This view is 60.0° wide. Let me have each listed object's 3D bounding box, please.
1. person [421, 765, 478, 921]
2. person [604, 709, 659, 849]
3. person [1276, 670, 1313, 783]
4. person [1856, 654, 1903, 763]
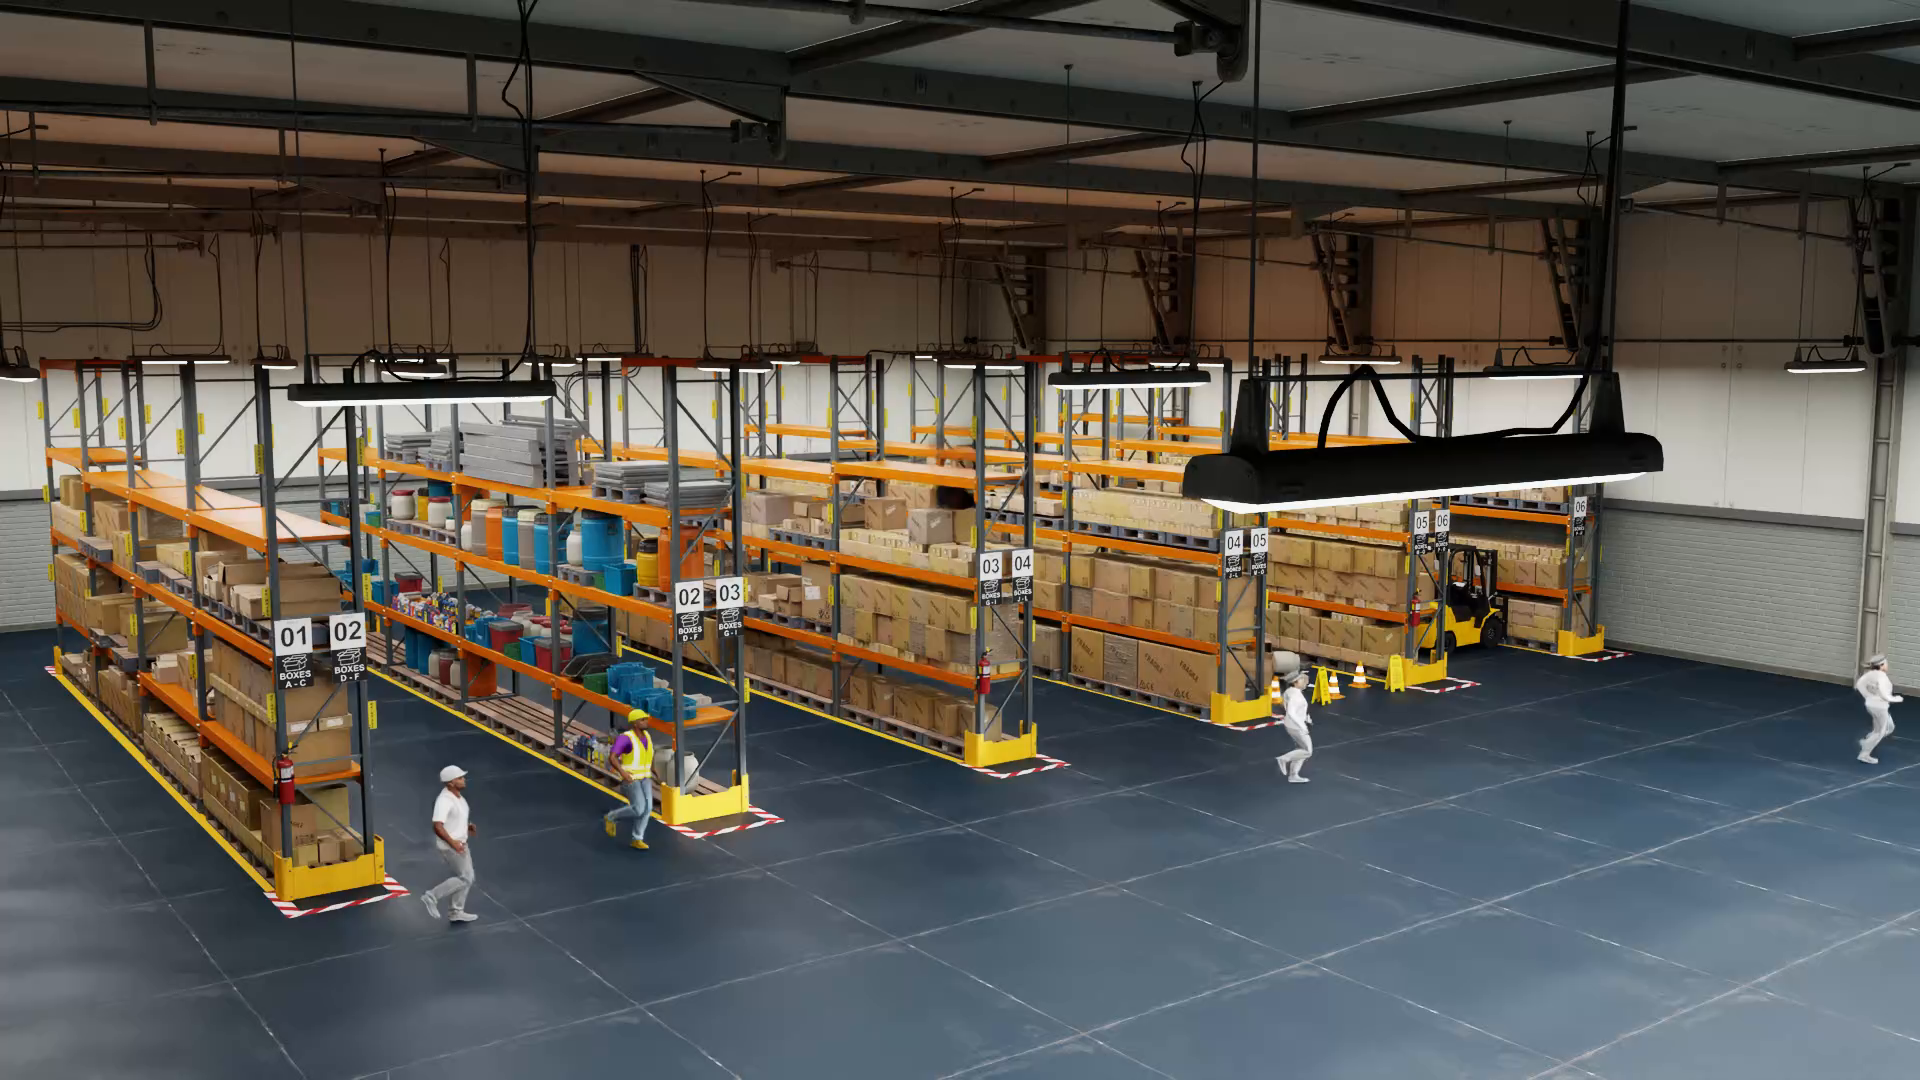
[{"bbox_3d":[-5.579,3.309,18.121,0.577,1.739,0.720,-1,7,-10],"label":"person"},{"bbox_3d":[-4.067,2.981,20.945,0.688,1.698,0.749,4,8,29],"label":"person"},{"bbox_3d":[4.791,2.667,23.816,0.544,1.646,0.631,0,7,-2],"label":"person"},{"bbox_3d":[13.807,2.522,24.934,0.569,1.647,0.597,1,7,11],"label":"person"}]
